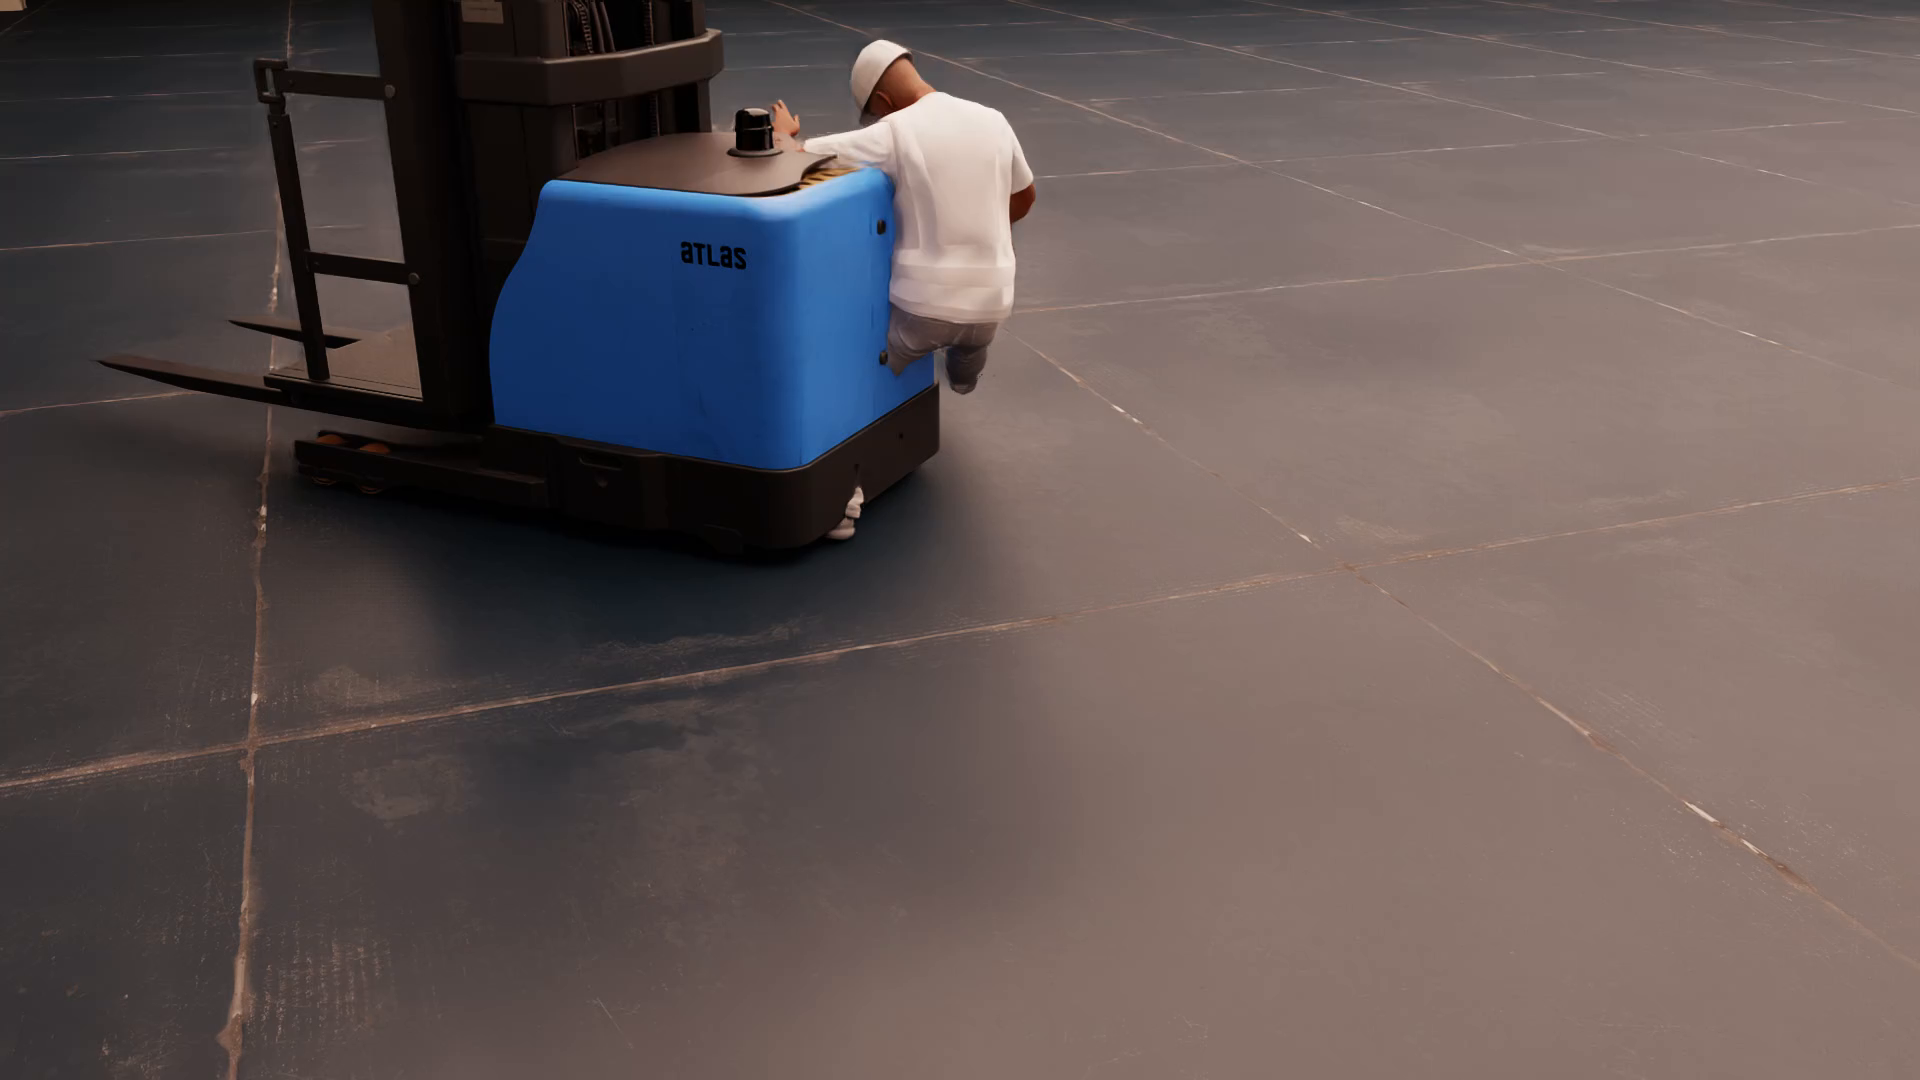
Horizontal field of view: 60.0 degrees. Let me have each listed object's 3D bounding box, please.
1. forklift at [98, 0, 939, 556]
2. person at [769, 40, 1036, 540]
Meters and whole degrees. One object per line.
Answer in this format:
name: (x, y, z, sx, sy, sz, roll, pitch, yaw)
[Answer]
forklift: (-1.630, -1.673, 5.278, 3.031, 2.935, 1.130, 10, 25, 23)
person: (-0.207, -0.900, 5.432, 1.082, 1.415, 1.121, -11, 25, -24)
